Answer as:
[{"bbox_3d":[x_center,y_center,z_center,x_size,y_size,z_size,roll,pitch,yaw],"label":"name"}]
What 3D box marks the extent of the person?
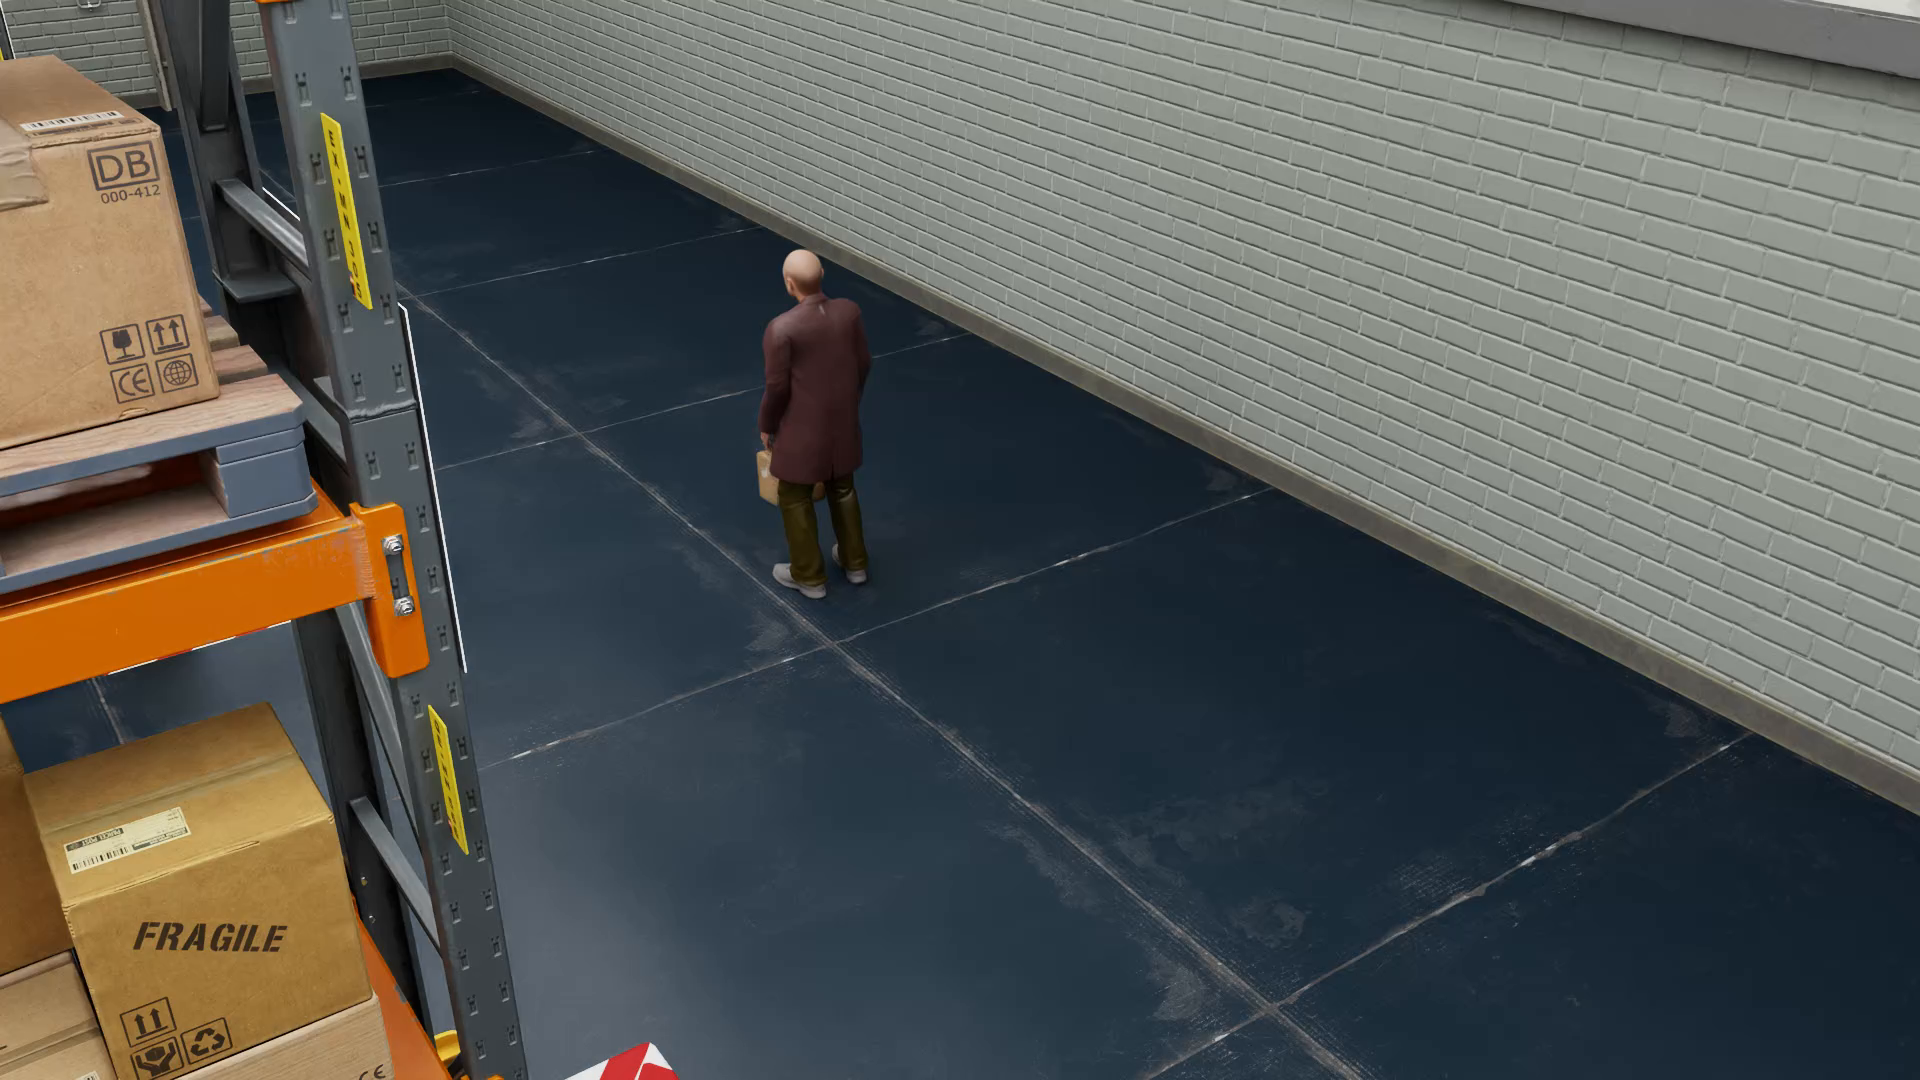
[{"bbox_3d":[-0.731,-0.564,8.189,0.656,1.774,0.418,-20,34,-33],"label":"person"}]
